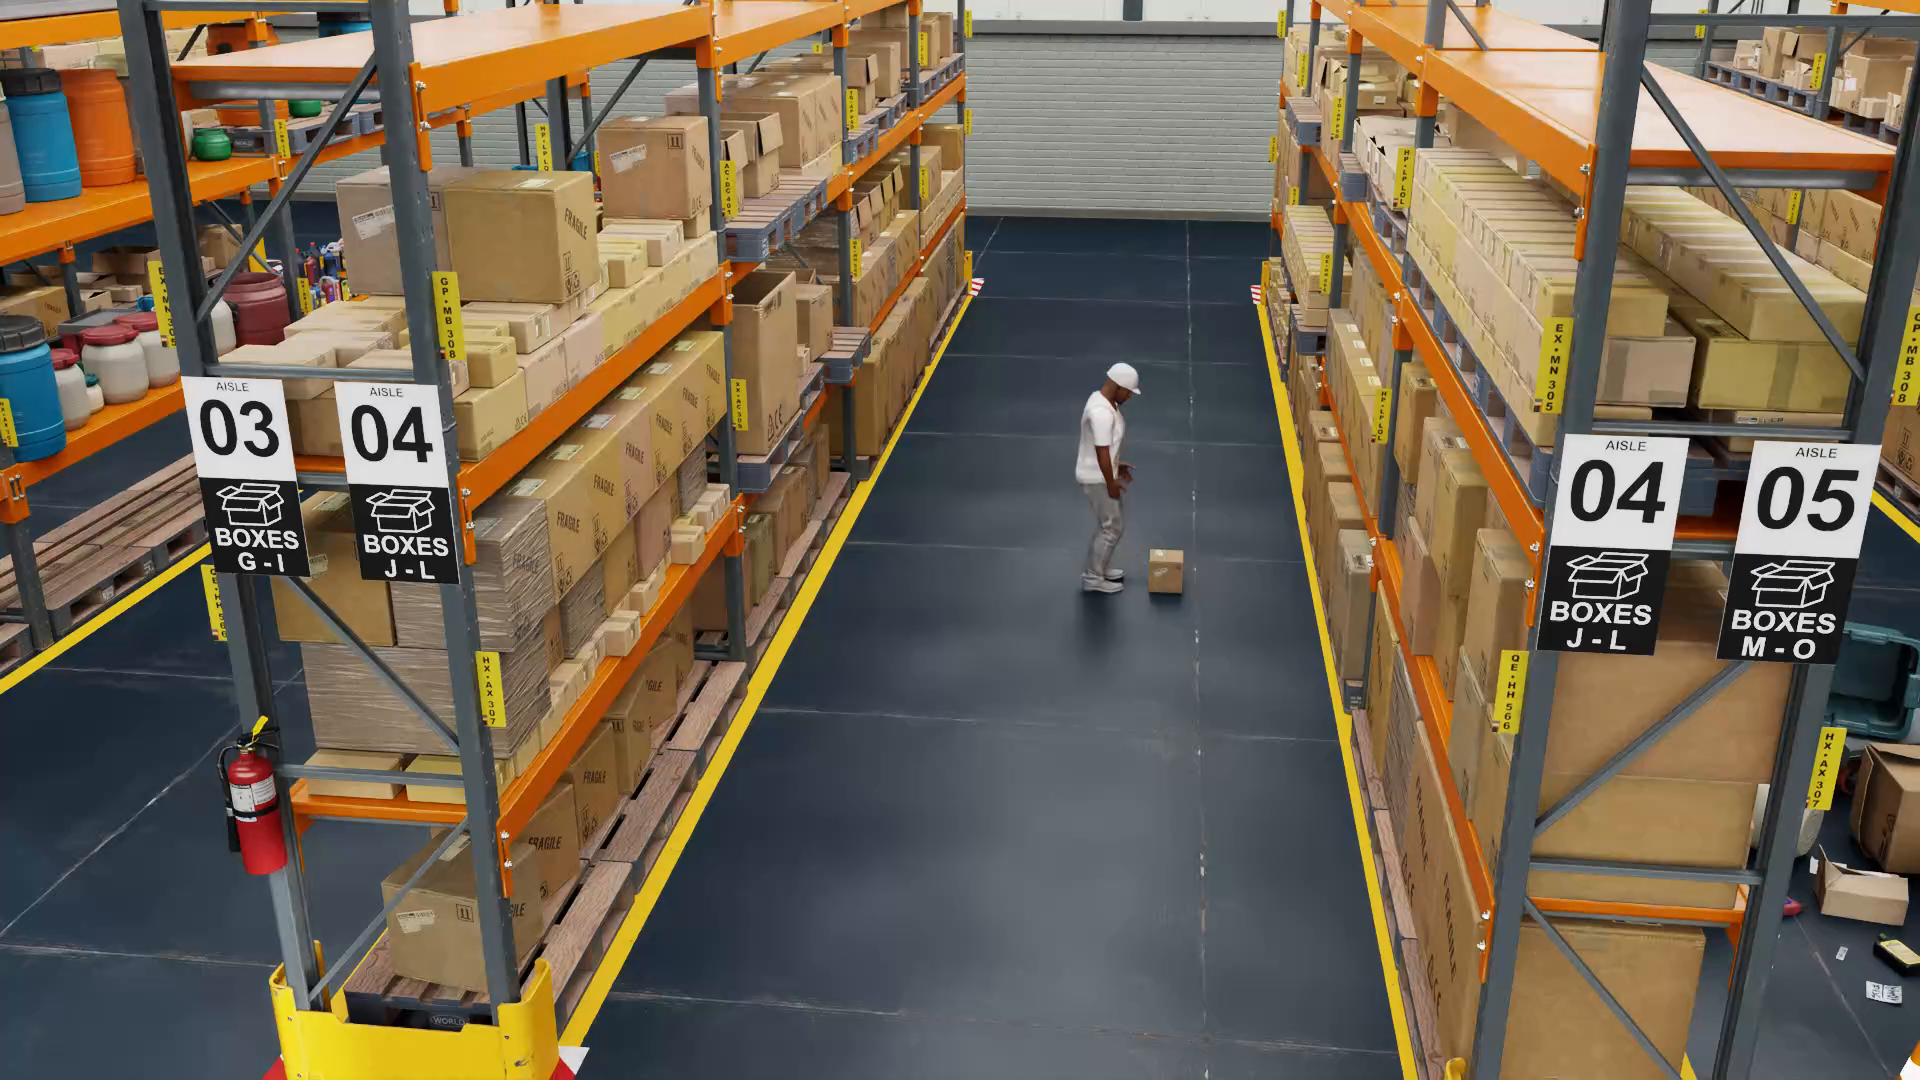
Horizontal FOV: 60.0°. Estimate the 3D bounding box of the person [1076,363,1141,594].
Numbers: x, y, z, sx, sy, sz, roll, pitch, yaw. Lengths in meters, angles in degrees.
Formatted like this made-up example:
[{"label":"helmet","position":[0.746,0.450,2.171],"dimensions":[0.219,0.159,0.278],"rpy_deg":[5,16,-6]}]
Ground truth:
[{"label":"person","position":[1.091,-0.479,12.370],"dimensions":[0.453,1.716,0.591],"rpy_deg":[3,21,8]}]
